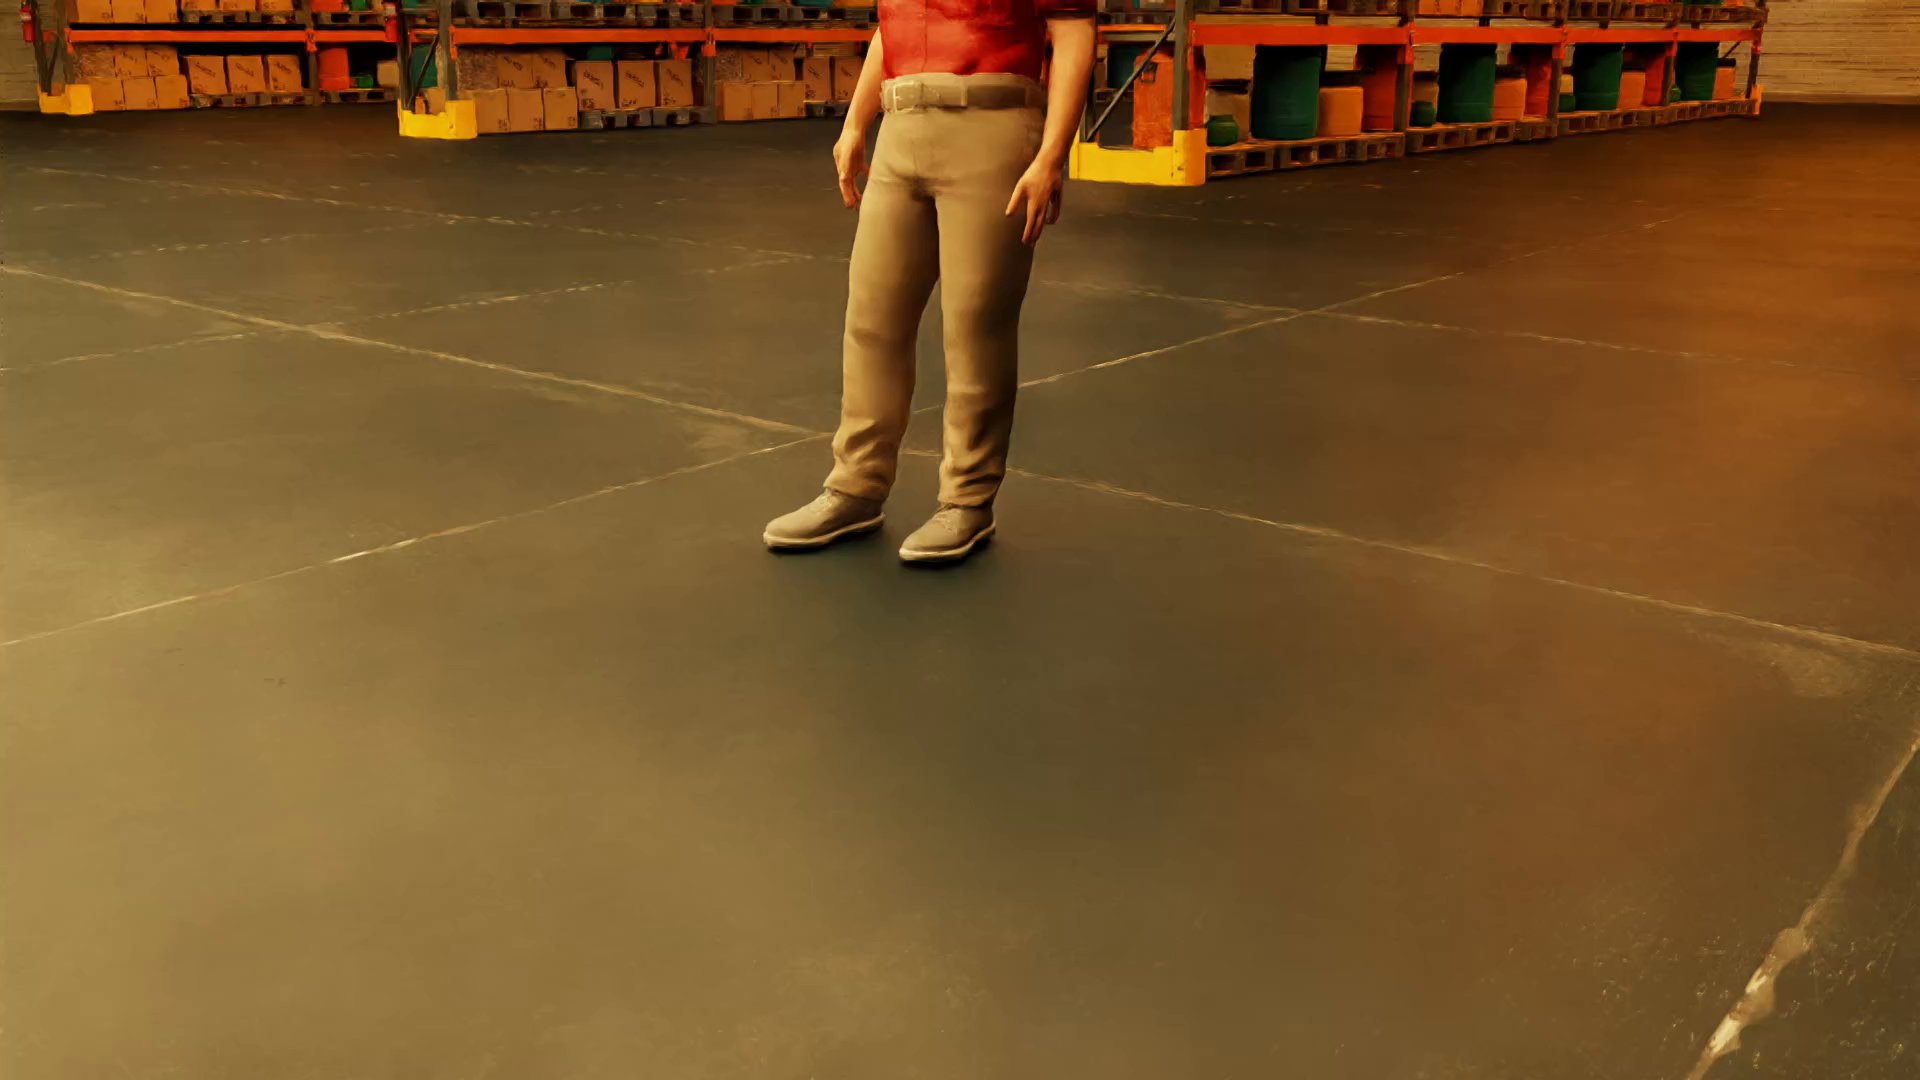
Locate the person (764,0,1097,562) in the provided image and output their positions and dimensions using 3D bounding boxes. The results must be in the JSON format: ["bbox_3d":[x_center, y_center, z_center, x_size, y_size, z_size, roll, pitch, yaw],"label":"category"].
[{"bbox_3d":[-0.066,-0.816,3.630,0.640,1.726,0.550,13,21,37],"label":"person"}]
